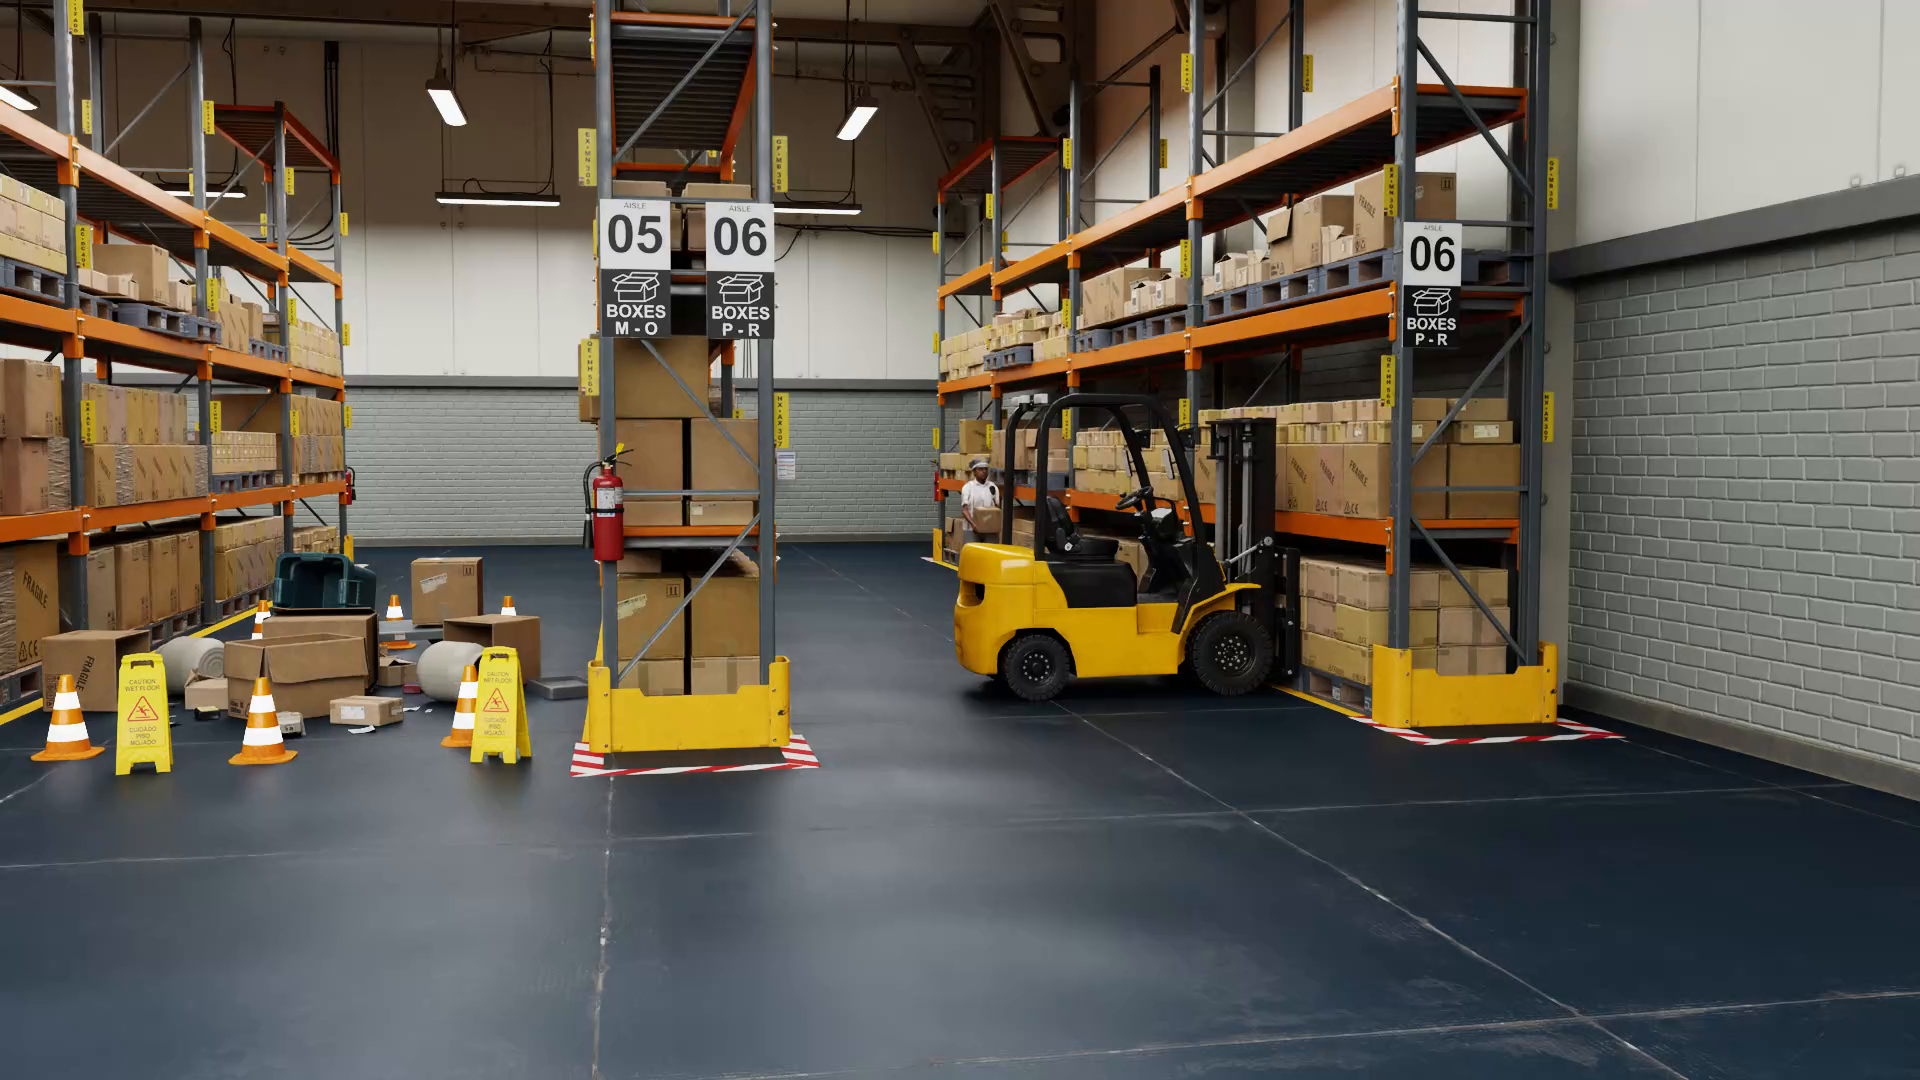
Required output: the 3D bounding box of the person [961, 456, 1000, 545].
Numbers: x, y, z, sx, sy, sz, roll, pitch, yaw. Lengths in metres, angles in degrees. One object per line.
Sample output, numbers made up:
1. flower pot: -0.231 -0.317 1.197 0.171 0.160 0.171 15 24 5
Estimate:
1. person: 0.246 -0.078 18.316 0.450 1.688 0.540 -1 3 -16
